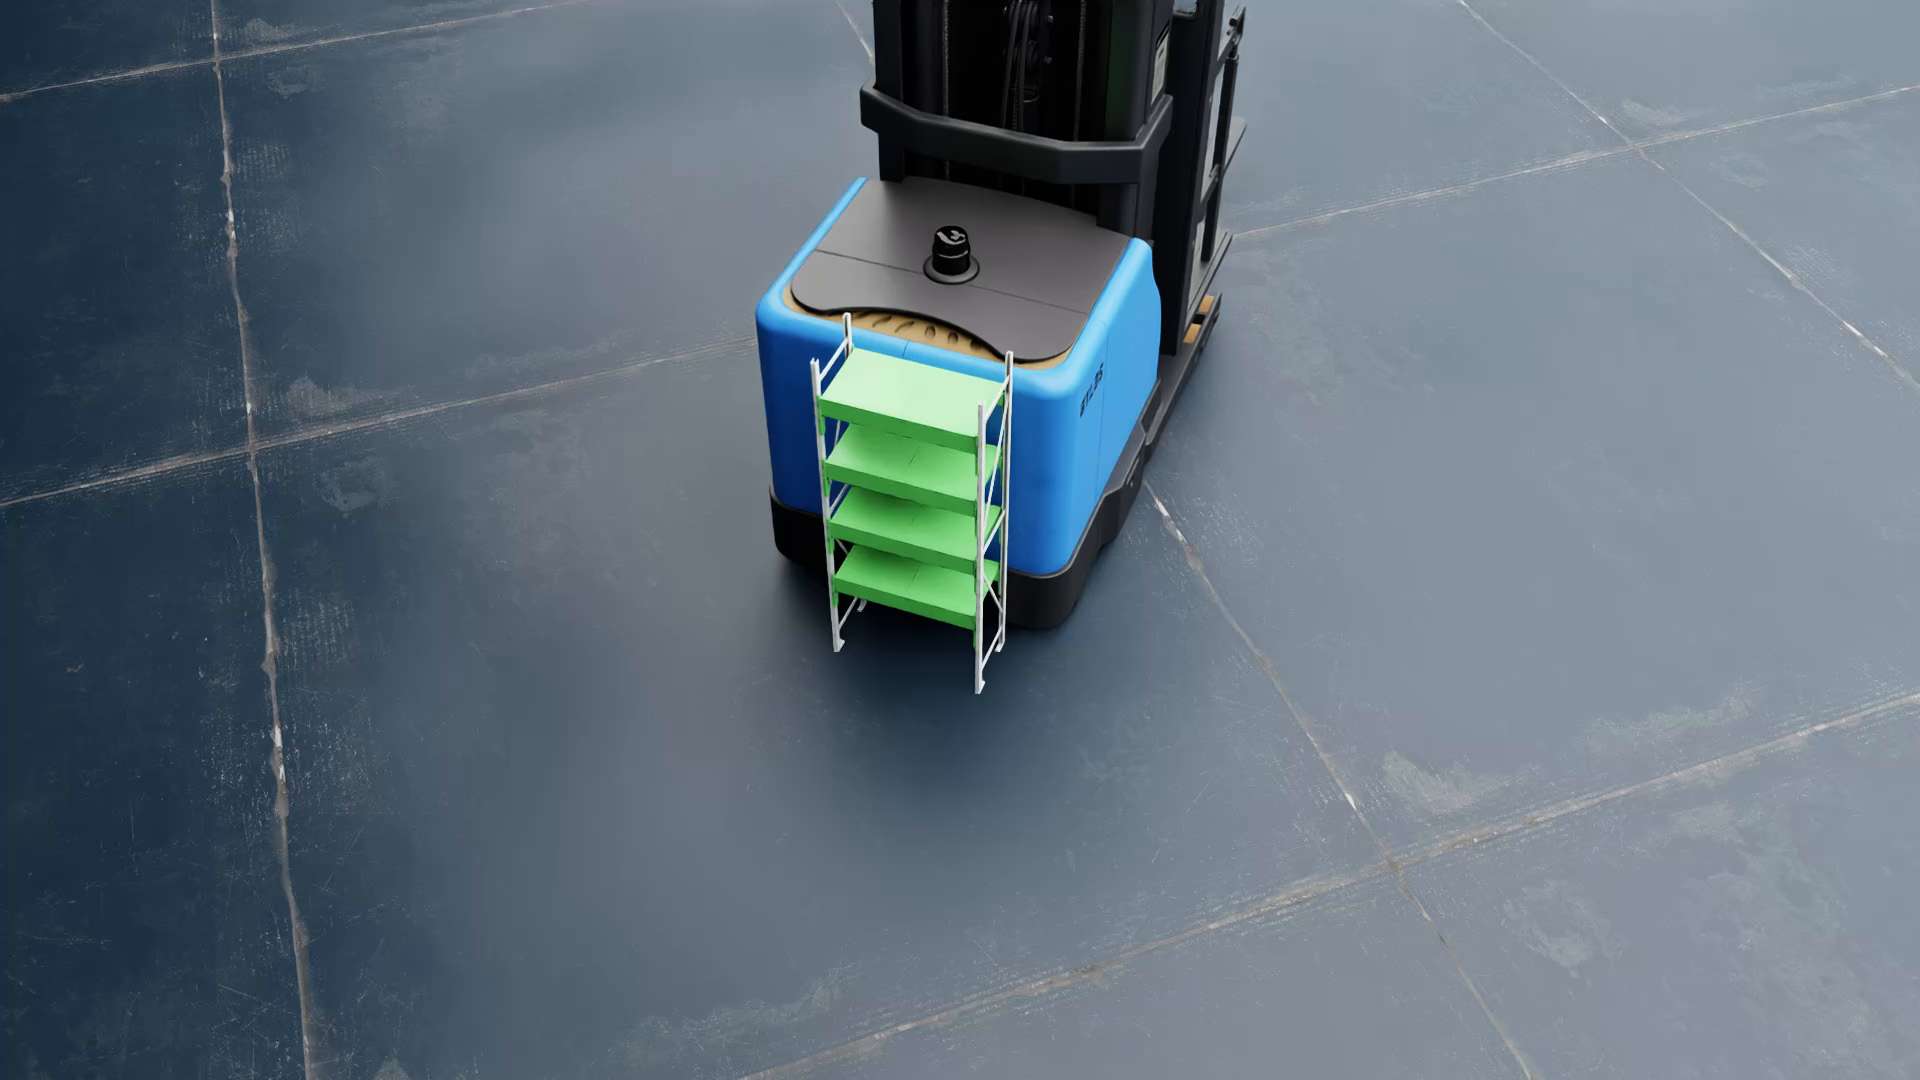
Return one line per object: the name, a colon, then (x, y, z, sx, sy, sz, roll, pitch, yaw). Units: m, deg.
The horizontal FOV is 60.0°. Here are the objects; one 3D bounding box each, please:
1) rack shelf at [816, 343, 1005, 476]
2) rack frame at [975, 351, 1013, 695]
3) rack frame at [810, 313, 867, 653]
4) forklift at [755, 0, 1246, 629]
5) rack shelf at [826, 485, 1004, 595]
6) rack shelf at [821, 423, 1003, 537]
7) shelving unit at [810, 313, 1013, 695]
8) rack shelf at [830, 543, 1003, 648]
rack shelf: (-0.131, -0.371, 4.685, 0.480, 0.148, 0.258, 15, 47, 15)
rack frame: (0.097, -0.015, 4.918, 0.015, 1.200, 0.240, 15, 47, 15)
rack frame: (-0.359, -0.138, 5.041, 0.015, 1.200, 0.240, 15, 47, 15)
forklift: (0.381, -1.808, 5.482, 1.130, 2.935, 3.031, 16, 47, 15)
rack shelf: (-0.131, -0.032, 5.025, 0.480, 0.148, 0.258, 15, 47, 15)
rack shelf: (-0.131, -0.201, 4.855, 0.480, 0.148, 0.258, 15, 47, 15)
shelving unit: (-0.131, -0.077, 4.979, 0.503, 1.200, 0.258, 15, 47, 15)
rack shelf: (-0.131, 0.138, 5.195, 0.480, 0.148, 0.258, 15, 47, 15)
